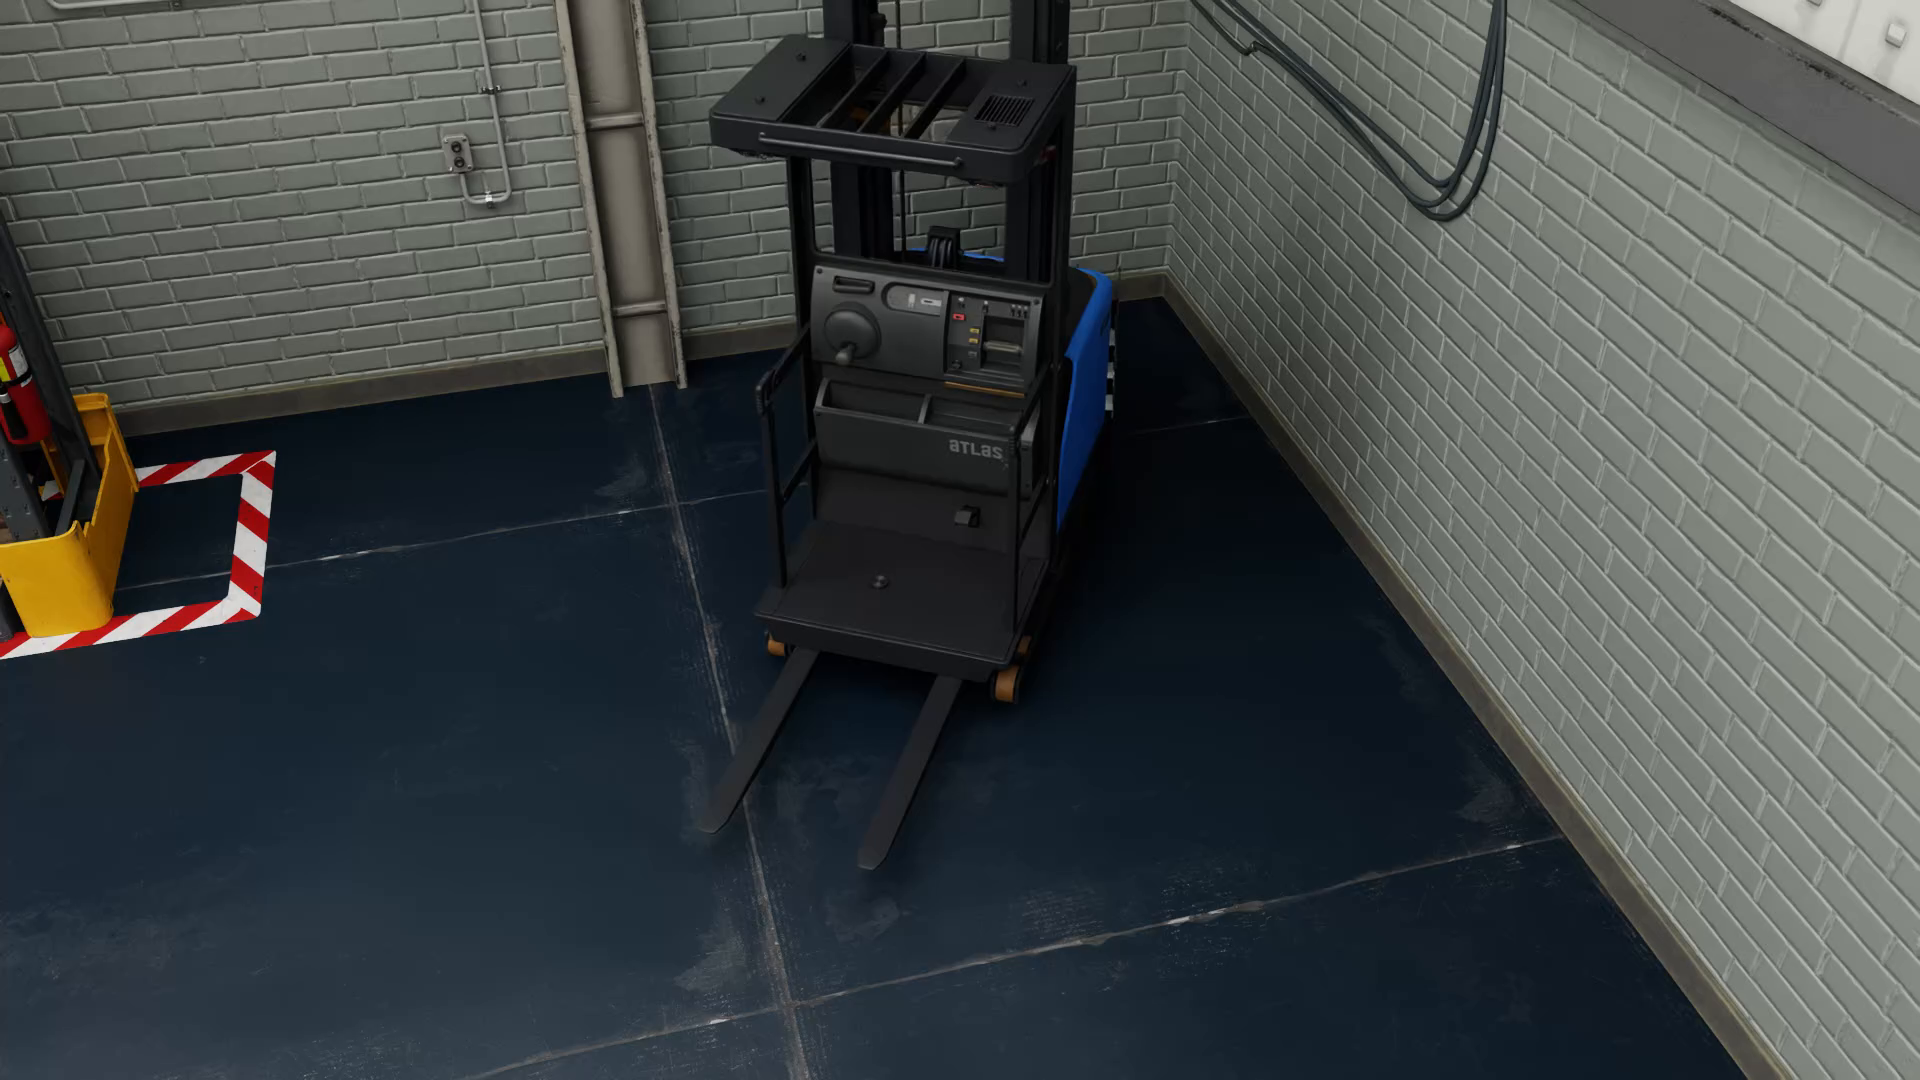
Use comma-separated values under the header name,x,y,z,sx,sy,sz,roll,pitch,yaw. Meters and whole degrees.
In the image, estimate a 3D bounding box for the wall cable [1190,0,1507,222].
name,x,y,z,sx,sy,sz,roll,pitch,yaw
wall cable,1.504,-2.959,6.768,0.112,2.526,3.097,-9,38,-12

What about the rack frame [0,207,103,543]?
name,x,y,z,sx,sy,sz,roll,pitch,yaw
rack frame,-4.050,-1.124,6.750,0.127,3.000,1.000,-9,38,-12

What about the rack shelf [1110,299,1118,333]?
name,x,y,z,sx,sy,sz,roll,pitch,yaw
rack shelf,0.656,-1.077,8.014,0.200,0.077,0.258,3,35,7

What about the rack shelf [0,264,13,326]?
name,x,y,z,sx,sy,sz,roll,pitch,yaw
rack shelf,-5.980,-0.521,6.555,4.000,0.370,1.077,-9,38,-12

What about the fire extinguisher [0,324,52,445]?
name,x,y,z,sx,sy,sz,roll,pitch,yaw
fire extinguisher,-3.784,-0.698,6.564,0.183,0.674,0.296,-9,38,-12

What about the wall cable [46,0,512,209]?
name,x,y,z,sx,sy,sz,roll,pitch,yaw
wall cable,-3.060,-2.285,7.432,1.851,1.984,0.084,-9,38,-12

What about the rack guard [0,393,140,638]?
name,x,y,z,sx,sy,sz,roll,pitch,yaw
rack guard,-4.026,-0.135,7.515,0.348,0.500,1.175,-9,38,-12

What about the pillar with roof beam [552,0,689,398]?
name,x,y,z,sx,sy,sz,roll,pitch,yaw
pillar with roof beam,-0.546,-1.916,2.849,0.400,9.000,9.100,-9,38,-12

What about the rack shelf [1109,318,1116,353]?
name,x,y,z,sx,sy,sz,roll,pitch,yaw
rack shelf,0.658,-1.004,8.066,0.200,0.077,0.258,3,35,7

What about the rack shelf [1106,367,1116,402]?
name,x,y,z,sx,sy,sz,roll,pitch,yaw
rack shelf,0.665,-0.783,8.221,0.200,0.077,0.258,3,35,7

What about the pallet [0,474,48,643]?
name,x,y,z,sx,sy,sz,roll,pitch,yaw
pallet,-4.801,0.156,7.372,1.213,0.211,1.003,-9,38,-12

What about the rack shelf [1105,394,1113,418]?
name,x,y,z,sx,sy,sz,roll,pitch,yaw
rack shelf,0.667,-0.710,8.273,0.200,0.077,0.258,3,35,7

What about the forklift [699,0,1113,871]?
name,x,y,z,sx,sy,sz,roll,pitch,yaw
forklift,-0.195,-0.762,6.334,1.130,2.935,3.031,10,39,13

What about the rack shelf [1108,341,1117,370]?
name,x,y,z,sx,sy,sz,roll,pitch,yaw
rack shelf,0.661,-0.930,8.117,0.200,0.077,0.258,3,35,7

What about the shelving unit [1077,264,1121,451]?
name,x,y,z,sx,sy,sz,roll,pitch,yaw
shelving unit,0.662,-0.884,8.150,0.210,0.900,0.258,3,35,7

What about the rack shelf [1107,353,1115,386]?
name,x,y,z,sx,sy,sz,roll,pitch,yaw
rack shelf,0.663,-0.857,8.169,0.200,0.077,0.258,3,35,7

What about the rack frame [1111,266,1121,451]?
name,x,y,z,sx,sy,sz,roll,pitch,yaw
rack frame,0.763,-0.878,8.138,0.006,0.900,0.240,3,35,7
